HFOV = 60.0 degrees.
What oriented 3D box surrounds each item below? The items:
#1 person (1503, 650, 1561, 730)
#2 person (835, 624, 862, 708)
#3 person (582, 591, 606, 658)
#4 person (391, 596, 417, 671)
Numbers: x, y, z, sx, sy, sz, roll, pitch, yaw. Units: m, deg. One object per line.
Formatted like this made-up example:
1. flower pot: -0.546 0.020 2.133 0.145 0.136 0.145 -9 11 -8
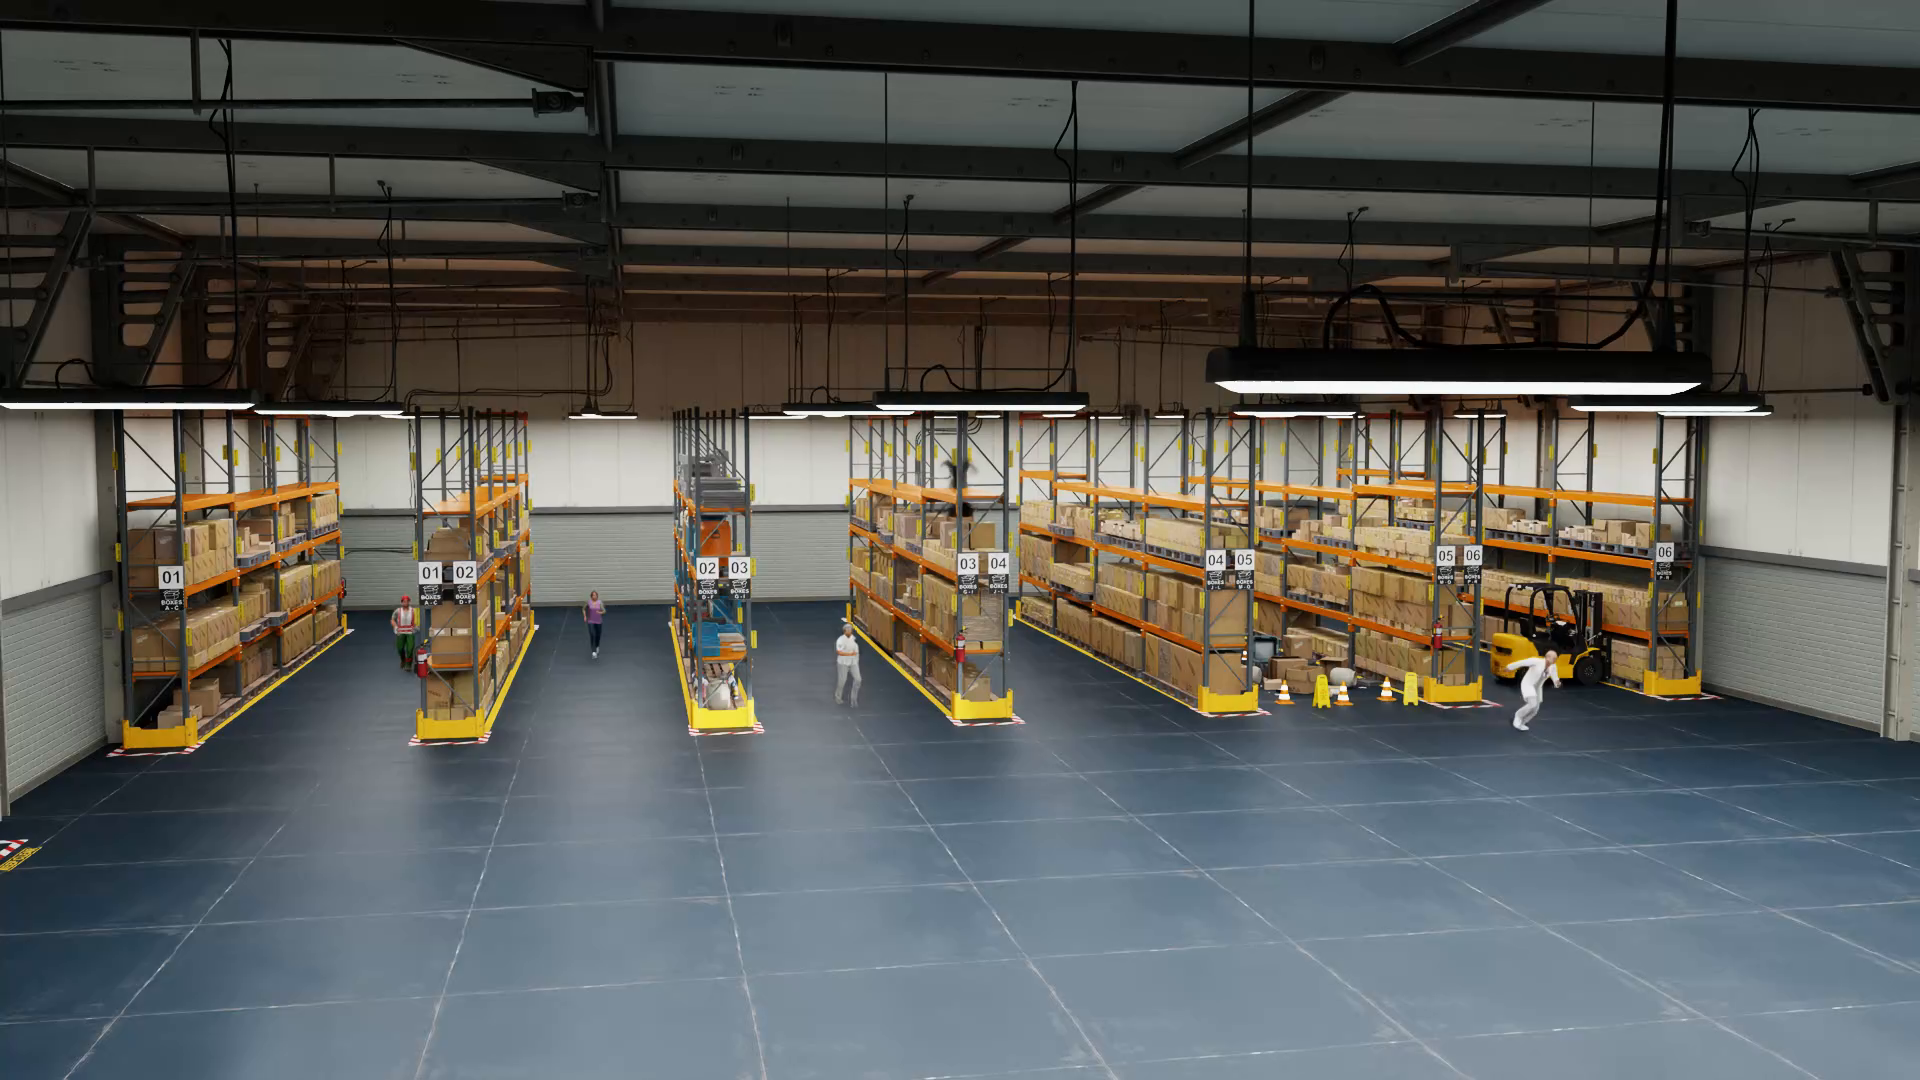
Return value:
1. person: 10.601 2.766 30.589 0.734 1.542 1.058 -2 4 -22
2. person: -2.255 2.529 33.383 0.550 1.711 0.805 -2 5 -31
3. person: -8.885 2.028 40.429 0.541 1.591 0.888 -1 4 -19
4. person: -12.675 2.145 38.028 0.654 1.744 0.587 -1 4 -14
